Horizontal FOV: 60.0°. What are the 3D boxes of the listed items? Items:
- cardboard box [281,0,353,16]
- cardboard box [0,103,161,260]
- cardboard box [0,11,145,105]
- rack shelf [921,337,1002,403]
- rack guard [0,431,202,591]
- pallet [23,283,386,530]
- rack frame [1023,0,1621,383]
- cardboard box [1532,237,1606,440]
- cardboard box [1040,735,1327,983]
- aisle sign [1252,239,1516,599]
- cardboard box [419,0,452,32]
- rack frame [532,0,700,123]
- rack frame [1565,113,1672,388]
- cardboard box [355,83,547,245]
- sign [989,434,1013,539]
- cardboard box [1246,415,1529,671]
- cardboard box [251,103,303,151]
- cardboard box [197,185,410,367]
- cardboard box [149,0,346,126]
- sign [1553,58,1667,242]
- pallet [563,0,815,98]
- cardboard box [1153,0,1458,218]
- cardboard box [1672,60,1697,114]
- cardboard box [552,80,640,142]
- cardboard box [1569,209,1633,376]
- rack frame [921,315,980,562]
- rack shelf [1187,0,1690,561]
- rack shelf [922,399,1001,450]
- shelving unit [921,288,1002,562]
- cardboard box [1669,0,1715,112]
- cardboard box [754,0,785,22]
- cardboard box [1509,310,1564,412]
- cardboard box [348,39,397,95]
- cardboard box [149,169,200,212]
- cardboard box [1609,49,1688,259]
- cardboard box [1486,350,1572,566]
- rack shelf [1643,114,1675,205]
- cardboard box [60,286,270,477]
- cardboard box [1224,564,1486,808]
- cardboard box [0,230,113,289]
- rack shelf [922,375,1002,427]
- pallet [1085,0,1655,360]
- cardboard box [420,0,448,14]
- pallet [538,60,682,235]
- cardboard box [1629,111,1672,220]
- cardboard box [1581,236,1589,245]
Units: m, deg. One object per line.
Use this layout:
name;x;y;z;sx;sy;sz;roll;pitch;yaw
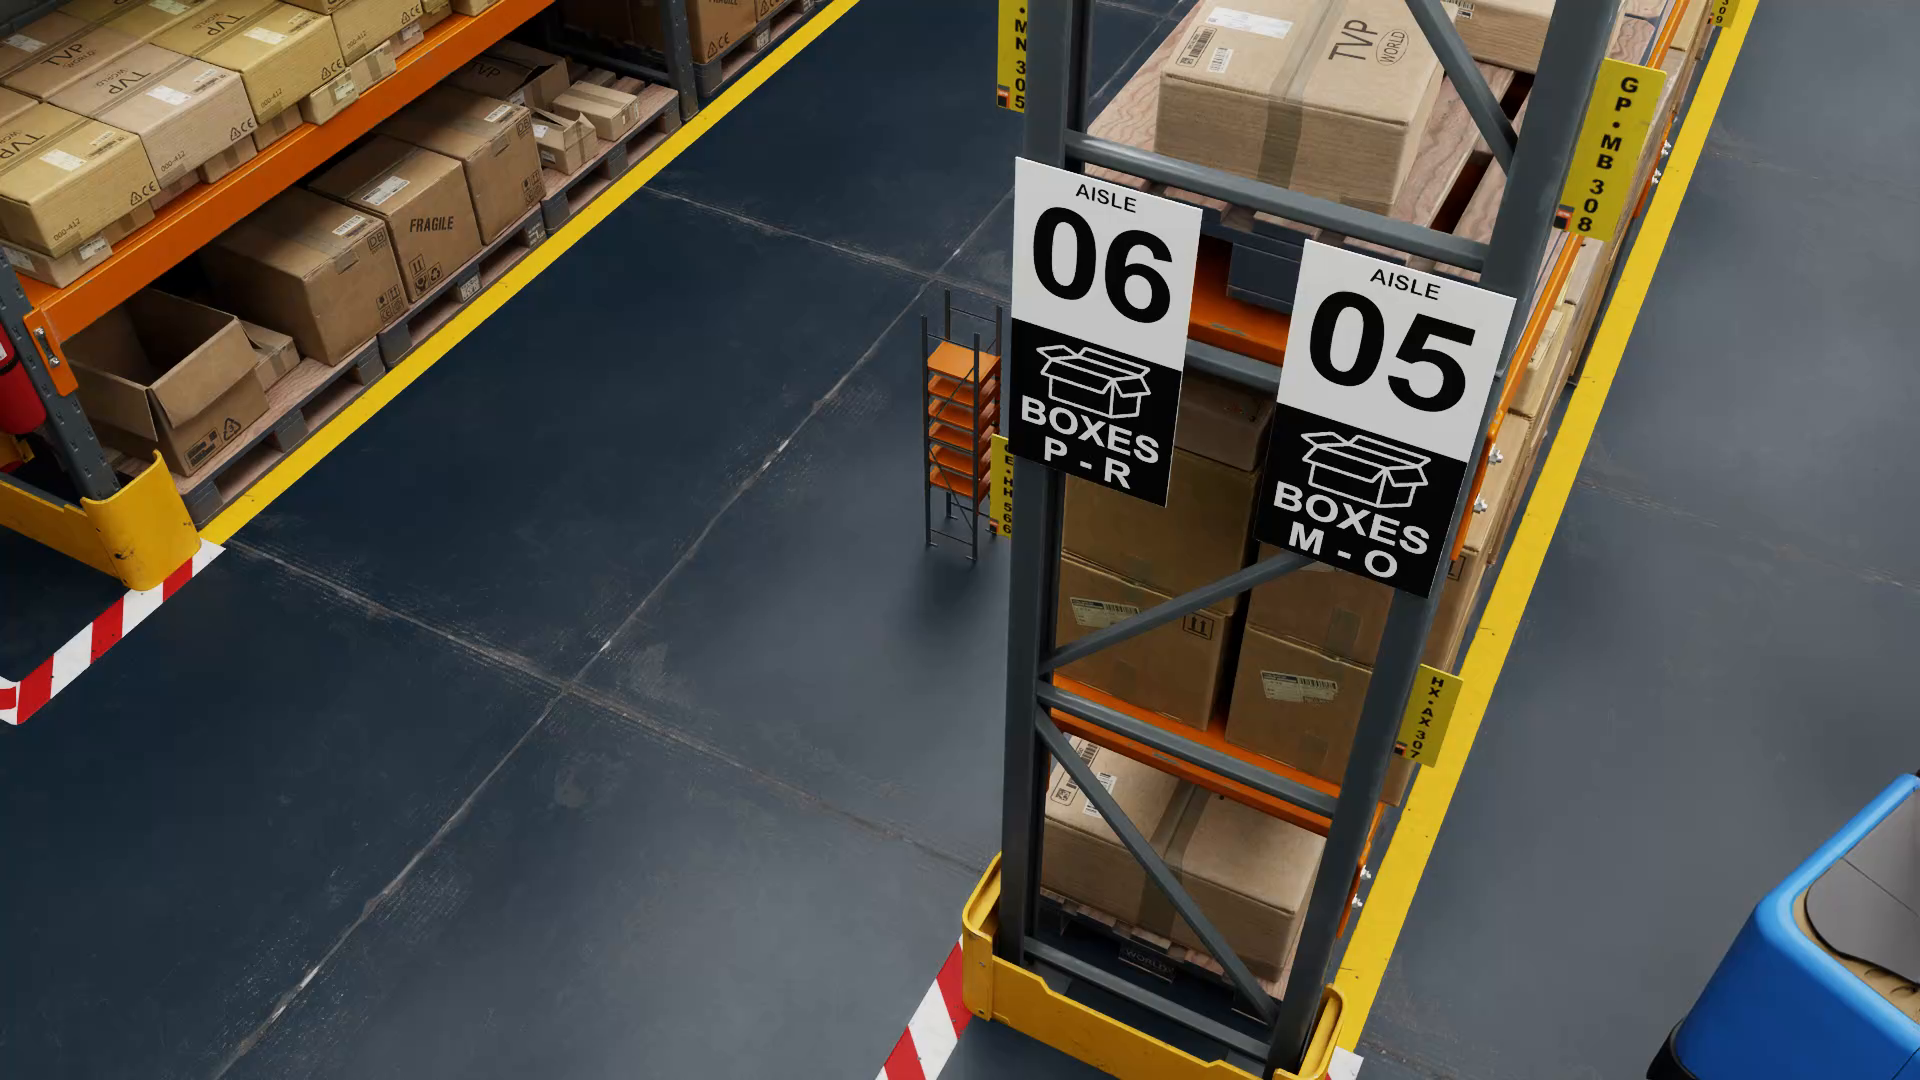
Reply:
cardboard box;-2.659;-2.538;6.798;0.500;0.500;0.500;22;49;20
cardboard box;-3.355;-1.329;6.131;0.500;0.250;0.500;21;49;19
cardboard box;-3.586;-1.834;6.630;0.500;0.250;0.500;21;49;19
rack shelf;0.007;-0.653;6.388;0.258;0.103;0.180;20;49;19
rack guard;-3.769;-0.250;6.925;1.175;0.500;0.348;20;49;19
pallet;-3.400;-0.651;7.525;1.003;0.211;1.213;20;49;19
rack frame;0.594;-1.553;2.238;1.000;3.000;0.127;20;49;19
cardboard box;1.535;-0.694;4.833;0.500;0.500;0.500;20;49;19
cardboard box;0.811;0.860;5.577;0.875;0.438;0.875;19;48;18
aisle sign;0.817;-0.217;3.308;0.394;0.787;0.004;20;49;19
cardboard box;-2.531;-2.433;7.502;0.380;0.149;0.250;21;49;20
rack frame;-1.948;-3.601;8.479;1.000;3.000;0.127;20;49;19
rack frame;2.451;-1.964;6.862;1.000;3.000;0.127;20;49;19
cardboard box;-2.523;-1.883;8.244;0.700;0.500;0.500;19;48;18
sign;0.120;-0.122;4.061;0.100;0.325;0.005;20;49;19
cardboard box;1.069;-0.039;4.186;0.500;0.500;0.500;19;48;18
cardboard box;-2.951;-1.770;6.846;0.380;0.149;0.250;21;49;20
cardboard box;-3.005;-1.229;7.598;0.700;0.500;0.500;22;49;21
cardboard box;-2.889;-1.967;6.762;0.500;0.250;0.500;20;49;18
sign;1.082;-0.647;2.781;0.100;0.325;0.005;20;49;19
pallet;-1.604;-3.145;9.990;1.003;0.211;1.213;20;49;19
cardboard box;0.723;-0.942;3.483;0.500;0.250;0.500;16;48;15
cardboard box;2.889;-2.101;7.103;0.500;0.250;0.500;19;48;18
cardboard box;-1.946;-2.298;8.901;0.380;0.149;0.250;19;48;18
cardboard box;2.007;-0.975;5.814;0.500;0.500;0.500;20;49;18
rack frame;-0.036;-0.373;6.555;0.240;1.200;0.006;20;49;19
rack shelf;1.522;-1.506;4.806;1.077;0.370;4.000;20;49;19
rack shelf;0.007;-0.484;6.558;0.258;0.103;0.180;20;49;19
shelving unit;0.007;-0.431;6.612;0.258;1.200;0.189;20;49;19
cardboard box;2.476;-1.962;6.087;0.500;0.500;0.500;20;49;19
cardboard box;-1.285;-3.439;9.782;0.500;0.500;0.500;20;49;19
cardboard box;1.285;-0.506;4.191;0.380;0.149;0.250;22;49;20
cardboard box;-2.663;-2.077;7.150;0.380;0.149;0.250;22;49;20
cardboard box;-3.241;-1.461;6.542;0.380;0.149;0.250;20;49;19
cardboard box;2.005;-1.321;5.454;0.500;0.500;0.500;21;49;20
cardboard box;1.533;-0.329;5.176;0.500;0.500;0.500;20;49;19
rack shelf;3.379;-2.971;8.363;1.077;0.370;4.000;20;49;19
cardboard box;-3.437;-0.705;7.077;0.797;0.503;0.637;19;48;18
cardboard box;1.071;0.313;4.541;0.500;0.500;0.500;20;49;19
cardboard box;-3.409;-1.109;6.193;0.380;0.149;0.250;20;49;19
rack shelf;0.007;-0.568;6.473;0.258;0.103;0.180;20;49;19
pallet;0.929;-0.938;3.802;1.003;0.211;1.213;20;49;19
cardboard box;-2.431;-2.621;7.407;0.500;0.250;0.500;20;49;19
pallet;-2.267;-2.188;9.044;1.003;0.211;1.213;20;49;19
cardboard box;2.462;-1.623;6.454;0.500;0.500;0.500;21;49;19
cardboard box;1.619;-1.003;4.683;0.380;0.149;0.250;21;49;19
